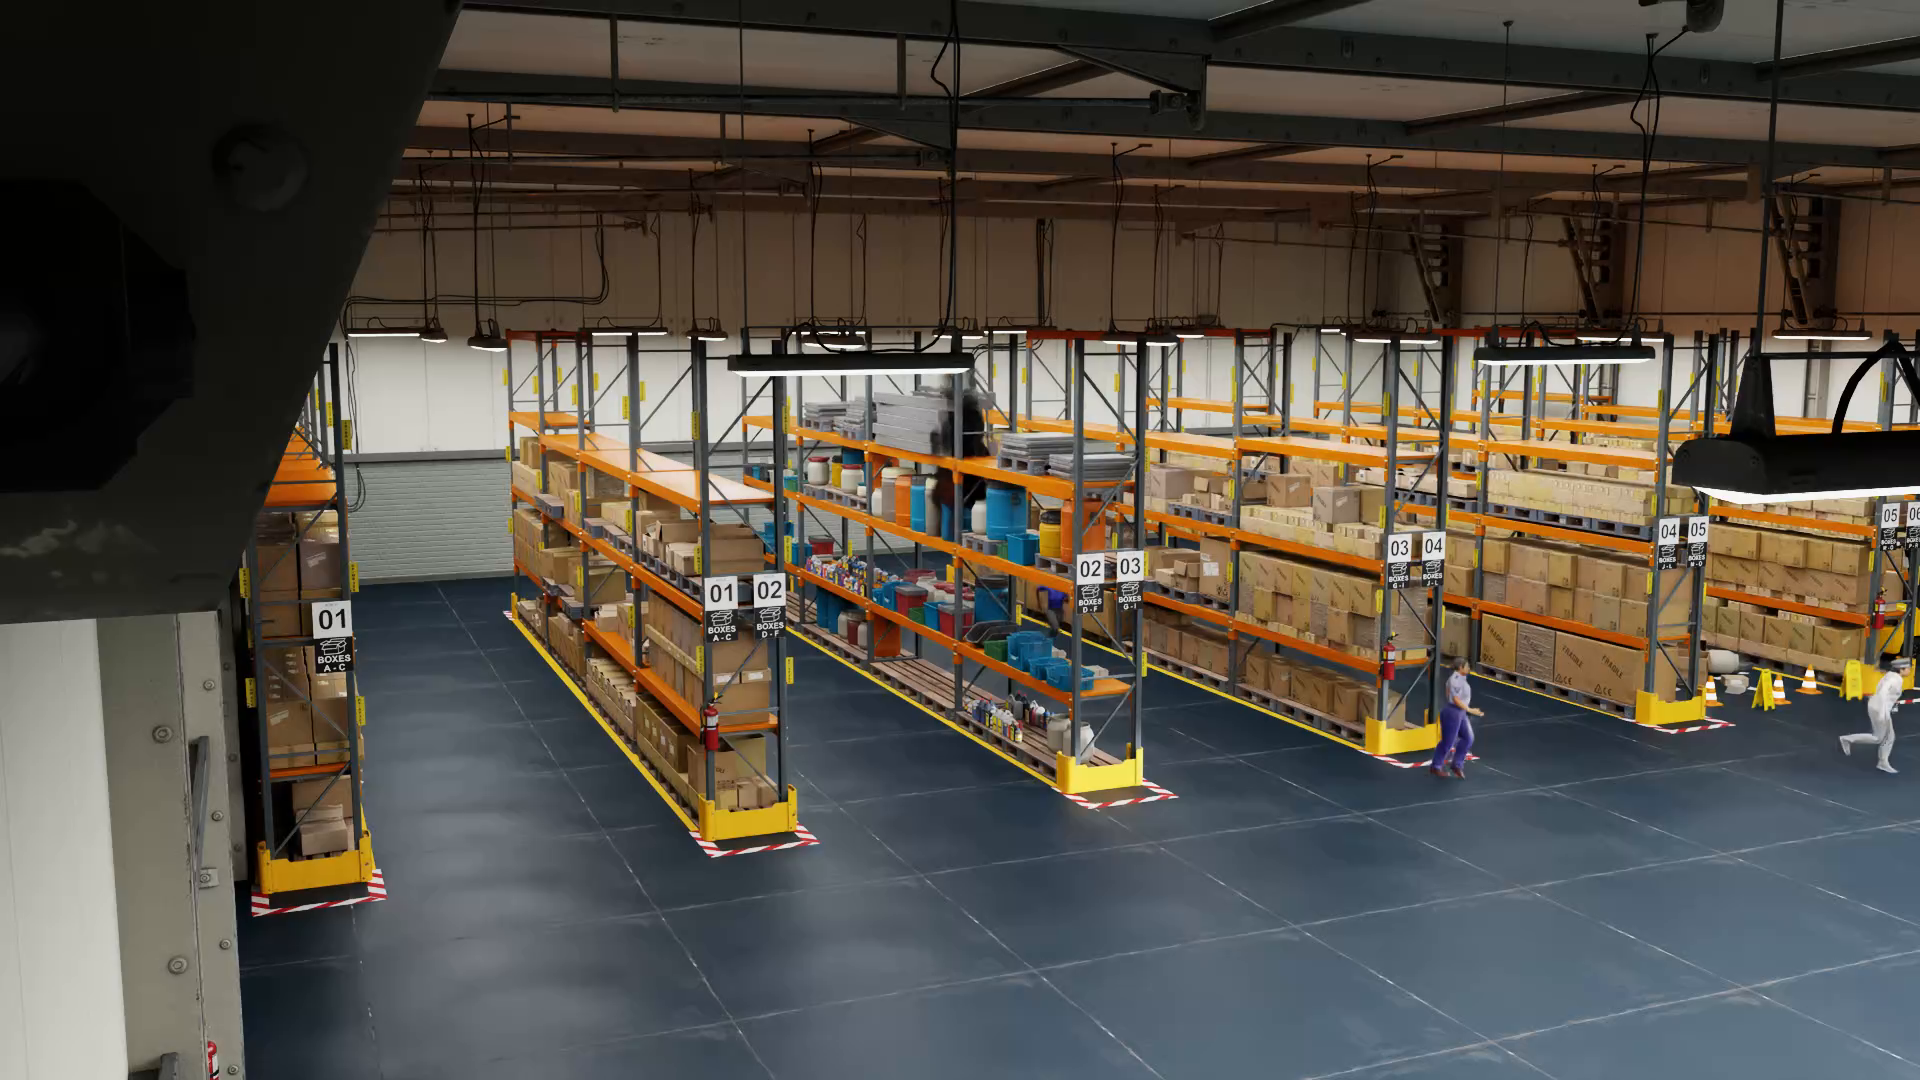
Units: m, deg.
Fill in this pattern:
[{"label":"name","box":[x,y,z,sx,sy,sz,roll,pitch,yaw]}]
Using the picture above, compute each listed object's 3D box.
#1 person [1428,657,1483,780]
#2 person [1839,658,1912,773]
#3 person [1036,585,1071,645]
[{"label":"person","box":[6.792,2.452,22.651,0.693,1.730,0.552,4,9,27]},{"label":"person","box":[12.747,2.421,23.181,0.830,1.627,0.618,3,8,20]},{"label":"person","box":[1.727,1.364,30.669,0.564,1.575,0.849,-3,8,-23]}]
